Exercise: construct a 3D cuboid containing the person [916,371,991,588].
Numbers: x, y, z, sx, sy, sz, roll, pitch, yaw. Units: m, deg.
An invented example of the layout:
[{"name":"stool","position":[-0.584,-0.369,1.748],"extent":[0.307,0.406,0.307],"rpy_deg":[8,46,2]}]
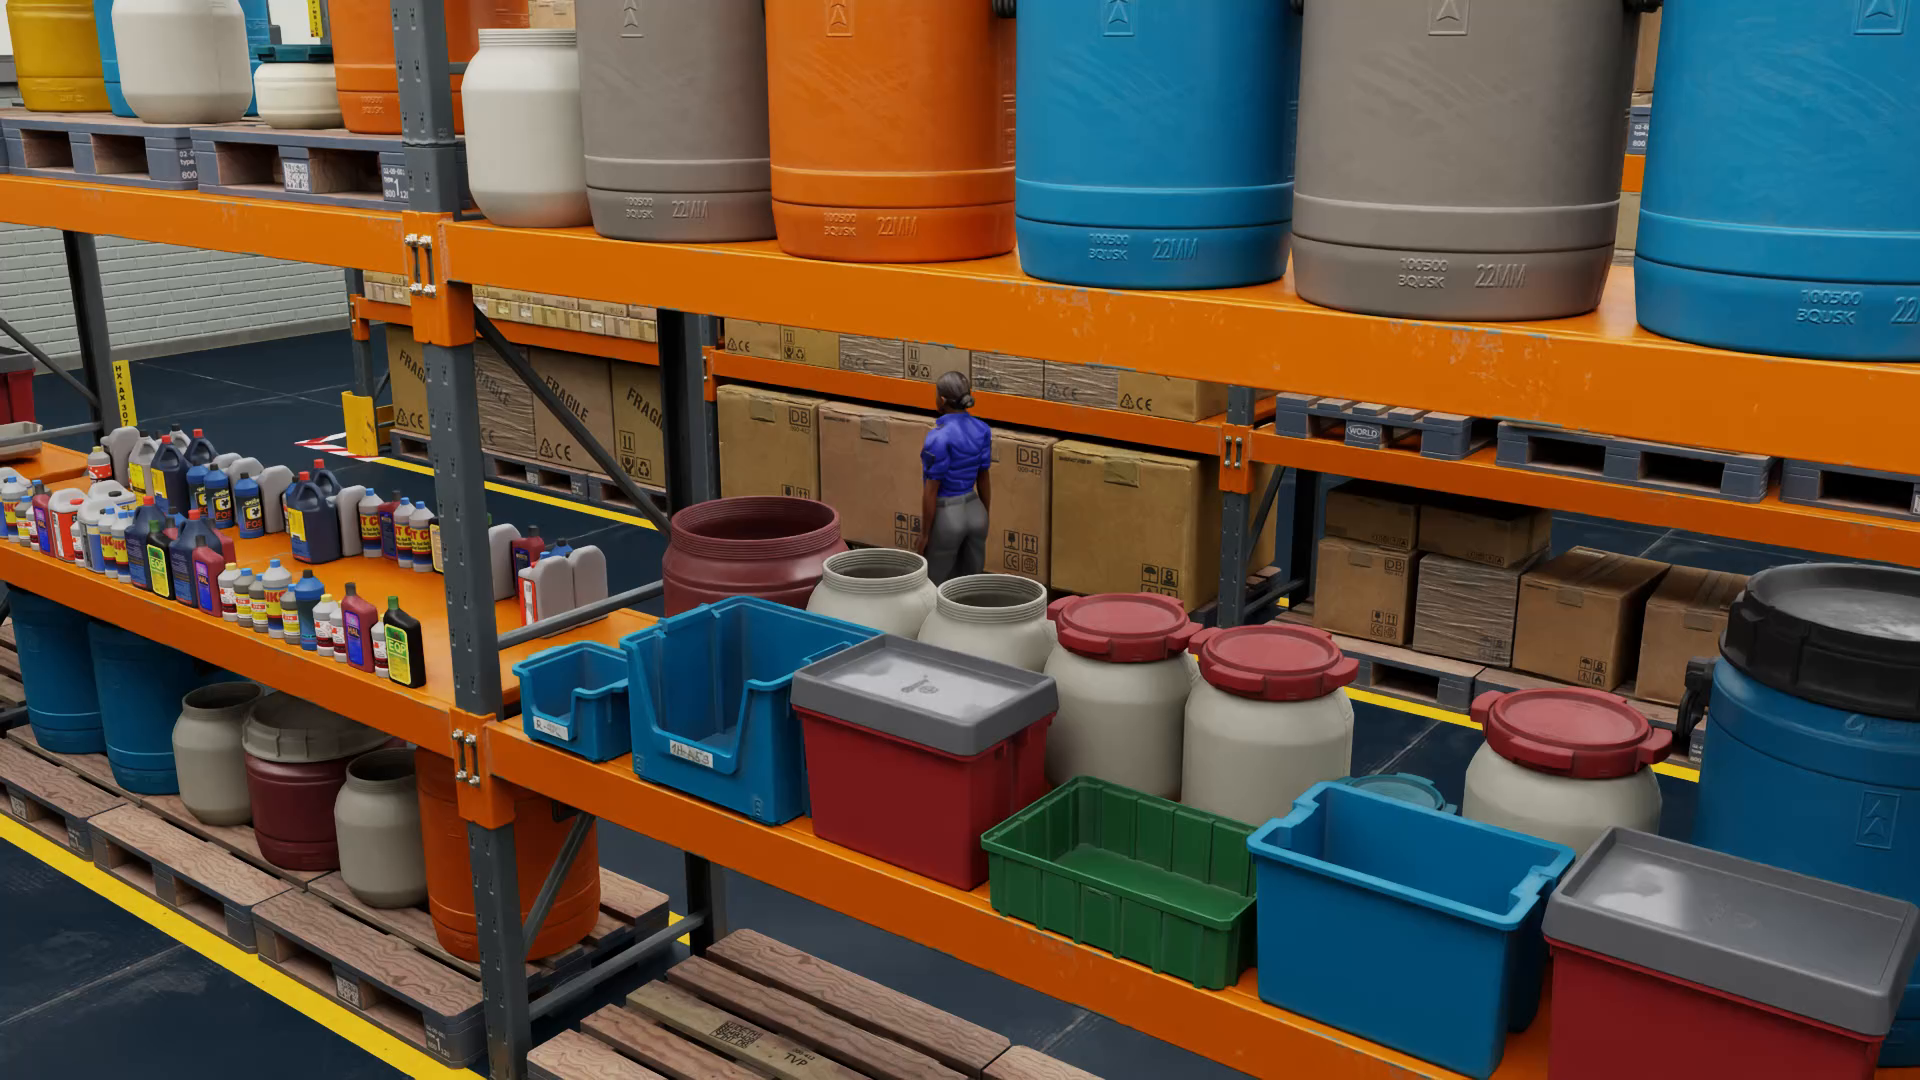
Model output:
[{"name":"person","position":[-0.062,-0.071,8.768],"extent":[0.514,1.667,0.348],"rpy_deg":[-15,22,-41]}]
